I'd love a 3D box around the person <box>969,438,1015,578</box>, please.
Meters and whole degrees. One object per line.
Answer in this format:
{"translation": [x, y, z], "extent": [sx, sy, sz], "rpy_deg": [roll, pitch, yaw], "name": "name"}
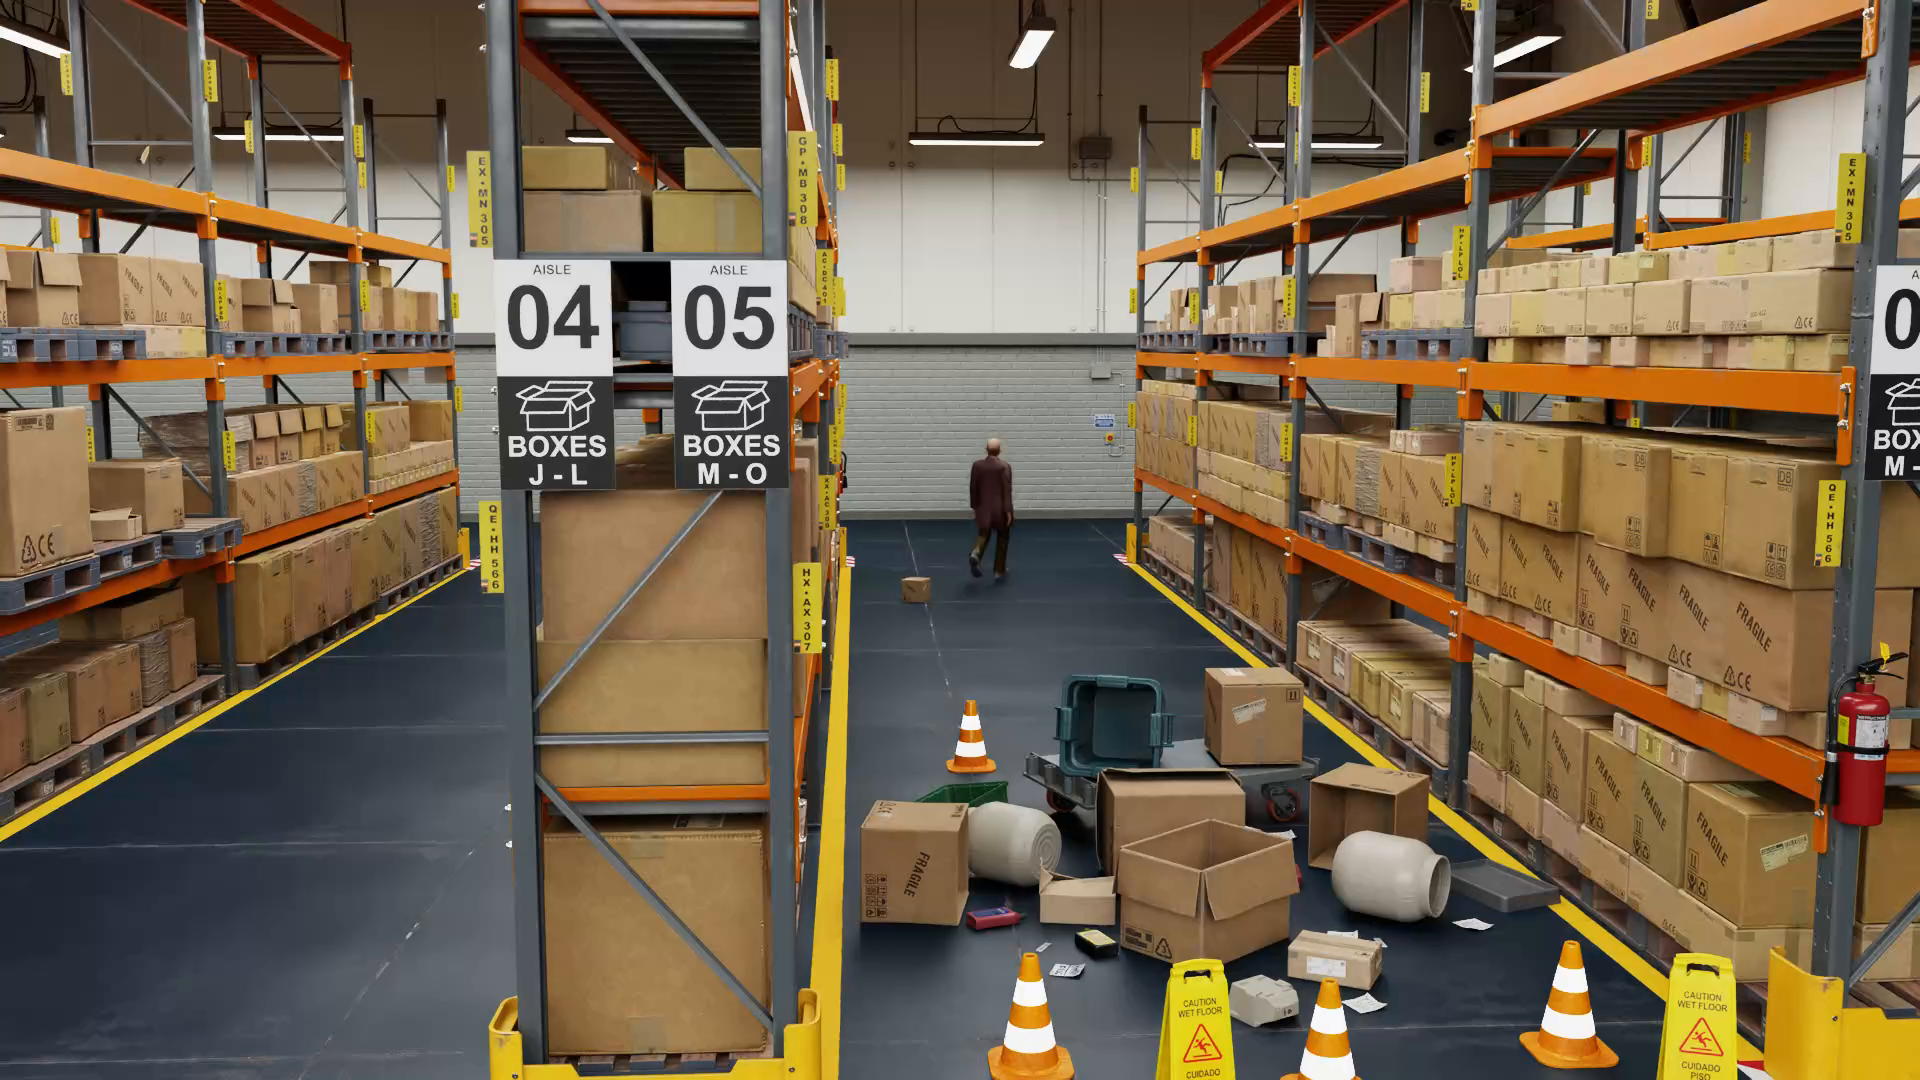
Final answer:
{"translation": [0.381, -0.384, 20.486], "extent": [0.586, 1.744, 0.900], "rpy_deg": [2, 7, 19], "name": "person"}
